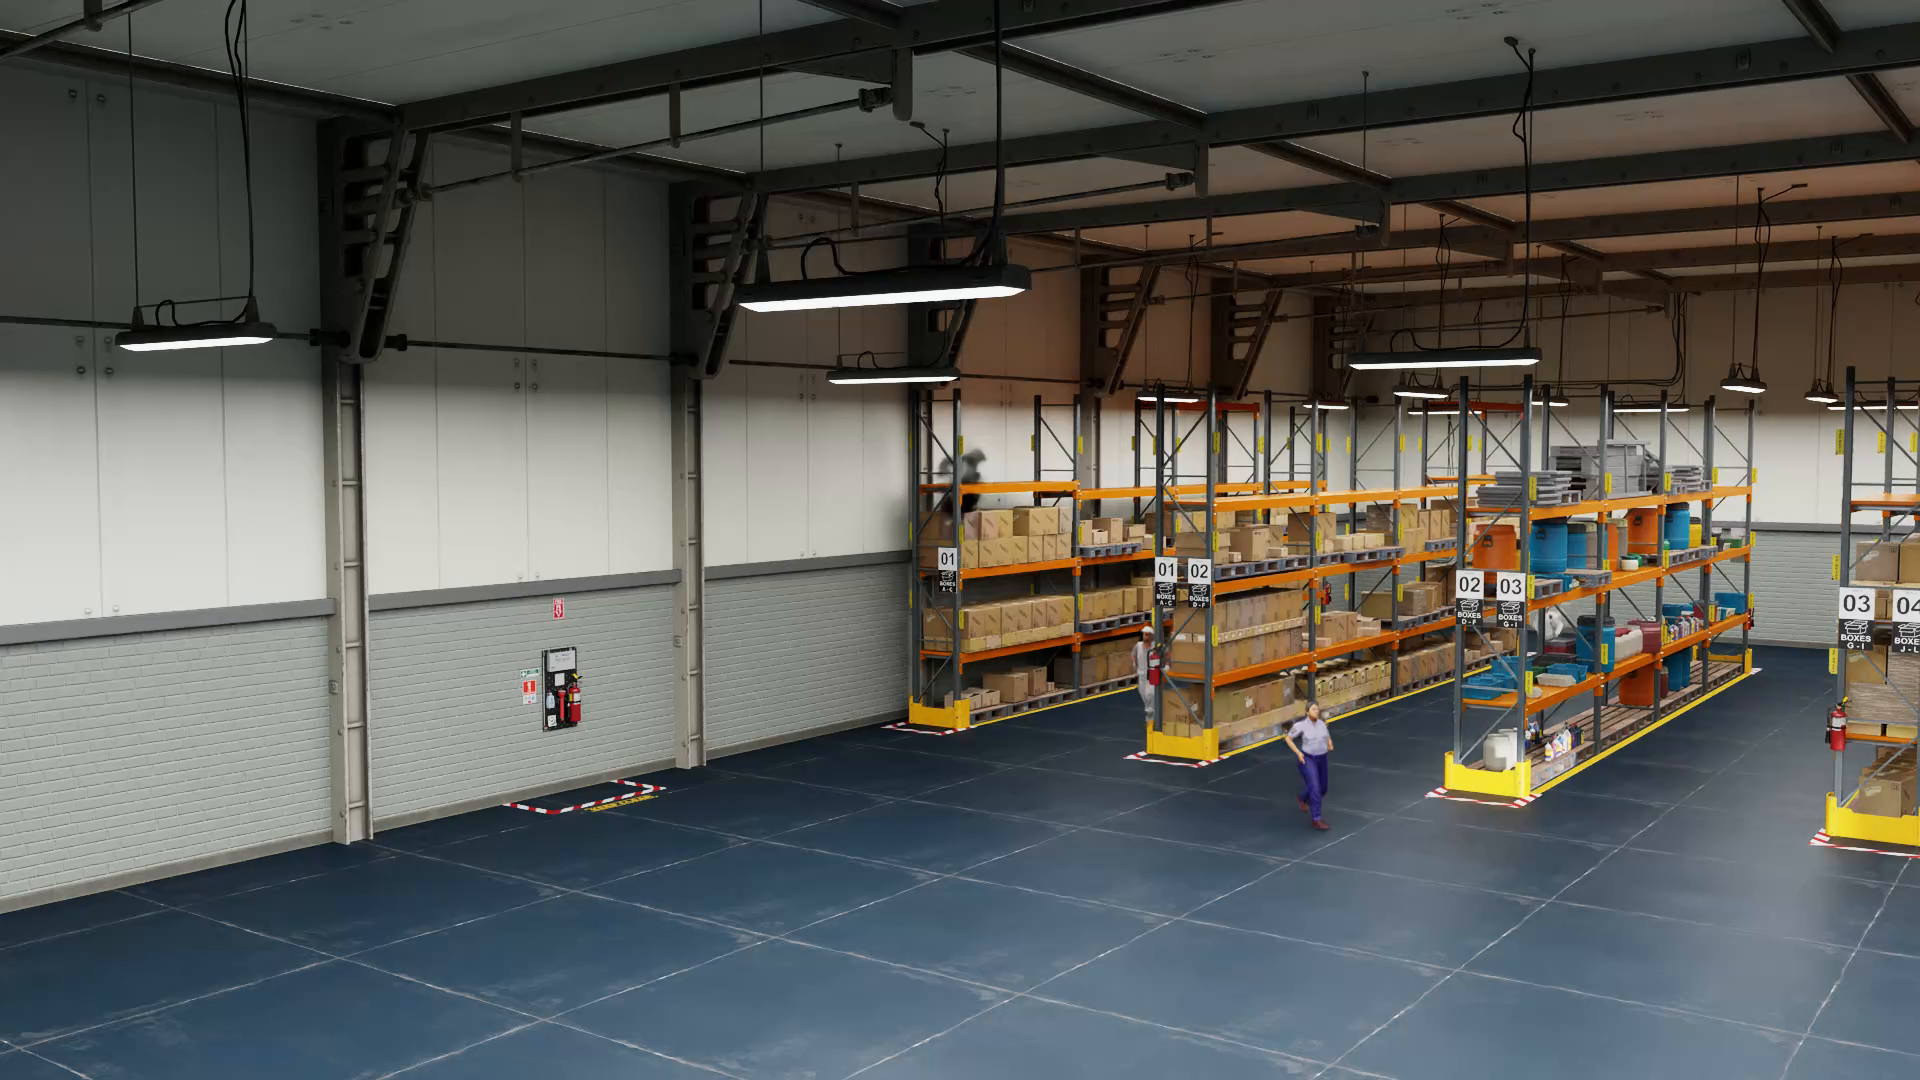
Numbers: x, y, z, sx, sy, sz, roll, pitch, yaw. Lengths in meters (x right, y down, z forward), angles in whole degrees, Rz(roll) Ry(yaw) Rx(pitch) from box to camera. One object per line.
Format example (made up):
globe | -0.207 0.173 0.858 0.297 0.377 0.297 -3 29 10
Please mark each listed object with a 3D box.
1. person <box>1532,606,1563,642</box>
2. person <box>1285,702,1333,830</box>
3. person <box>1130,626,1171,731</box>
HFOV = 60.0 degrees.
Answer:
person | 12.774 2.111 36.260 0.604 1.659 0.538 2 4 33
person | 4.636 2.946 21.943 0.621 1.605 0.842 -2 4 -25
person | 3.331 2.451 29.363 0.680 1.864 0.770 2 4 32
